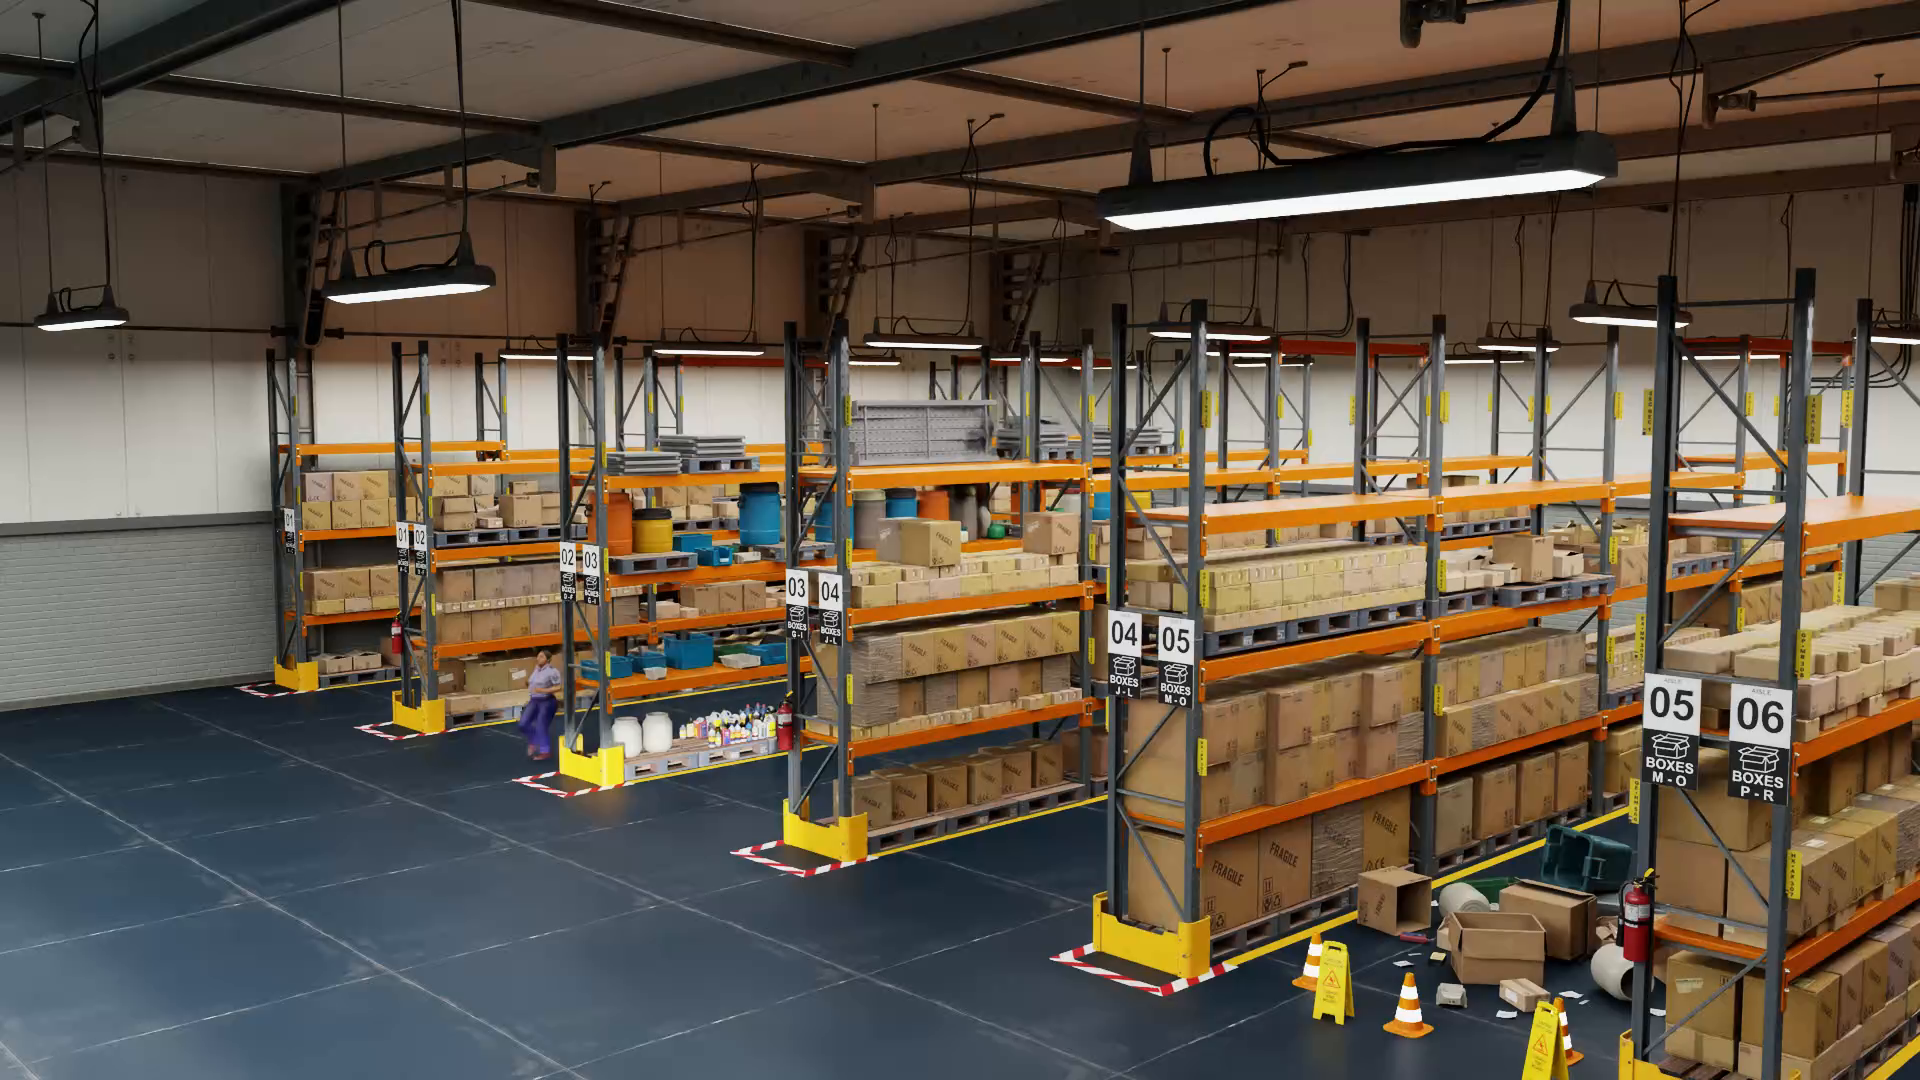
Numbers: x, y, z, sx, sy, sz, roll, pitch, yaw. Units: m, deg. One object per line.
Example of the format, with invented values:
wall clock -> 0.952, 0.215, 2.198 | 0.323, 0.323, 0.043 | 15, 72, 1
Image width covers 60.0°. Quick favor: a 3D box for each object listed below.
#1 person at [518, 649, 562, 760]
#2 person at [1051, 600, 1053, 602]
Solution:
person -> -5.950, 2.347, 23.595 | 0.640, 1.600, 0.544 | 3, 6, 29
person -> 2.036, 1.468, 33.074 | 0.557, 1.700, 0.628 | 4, 6, 37
